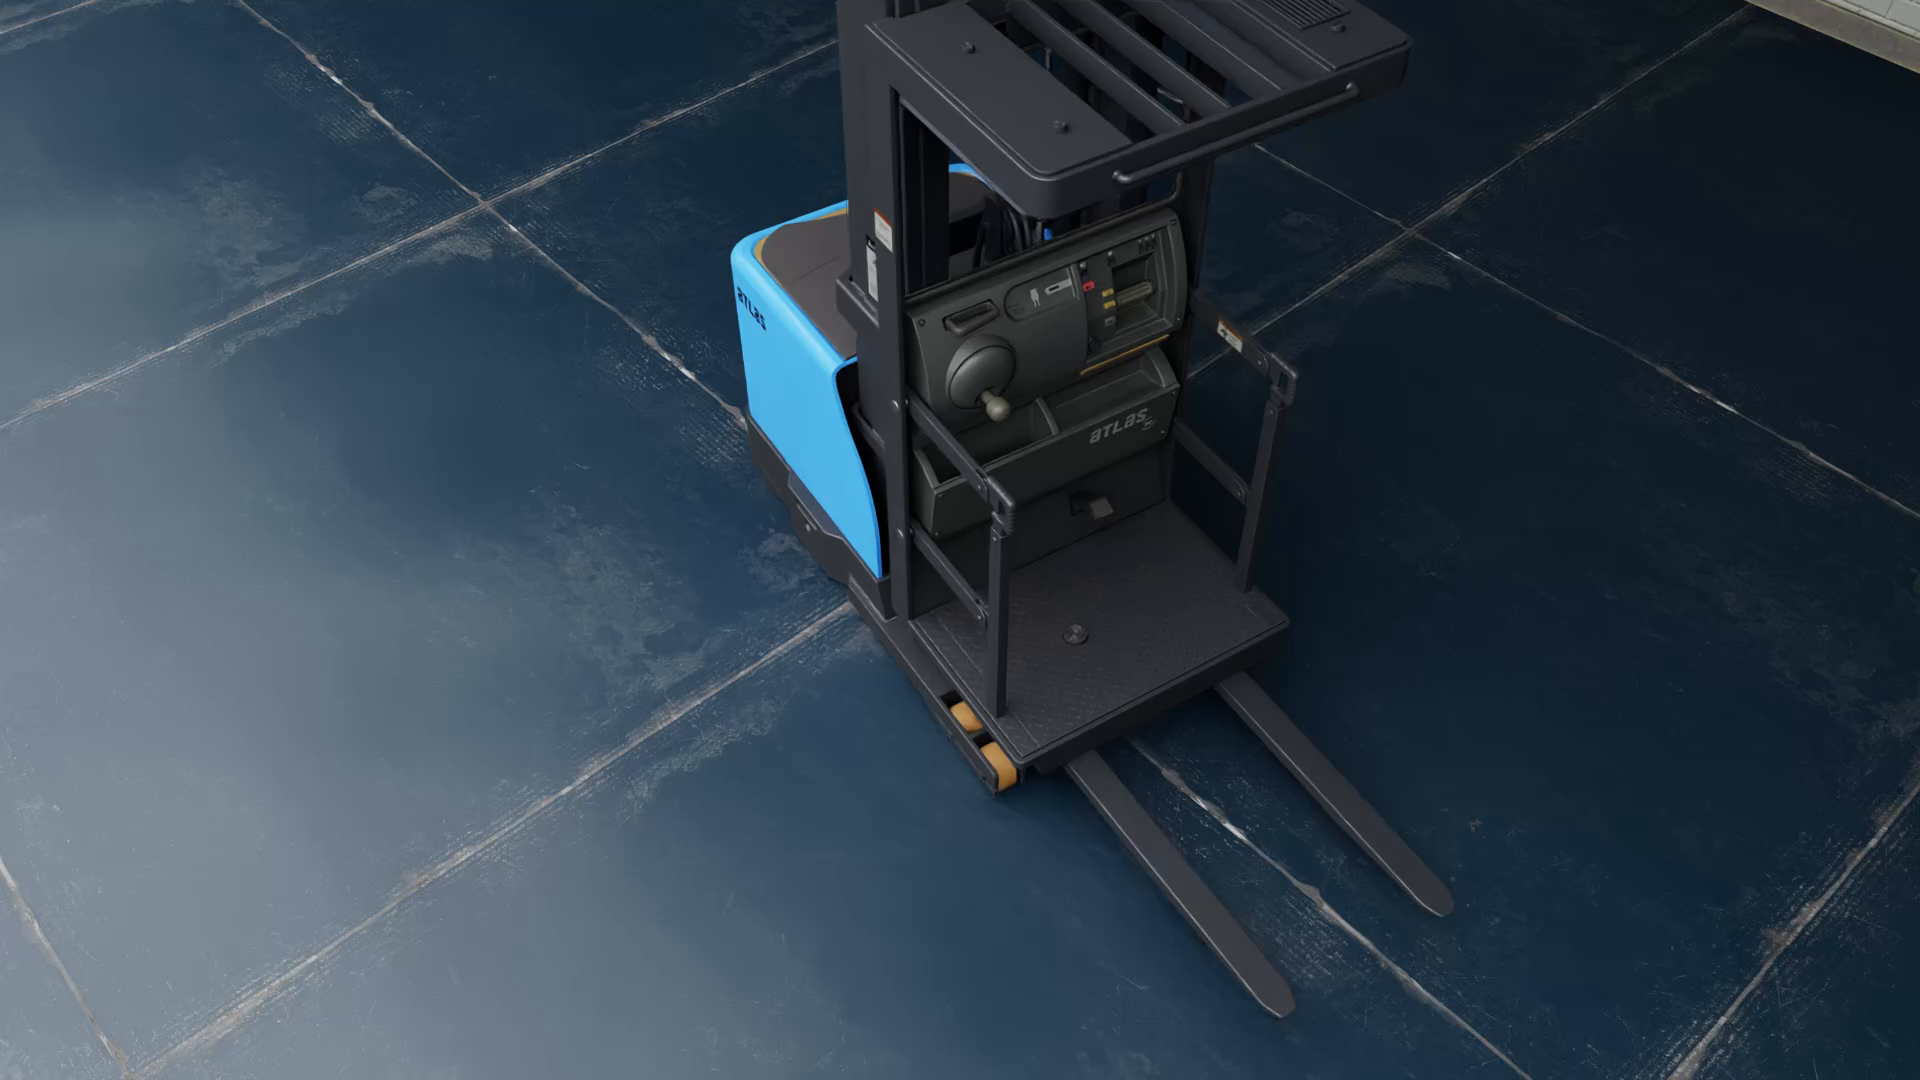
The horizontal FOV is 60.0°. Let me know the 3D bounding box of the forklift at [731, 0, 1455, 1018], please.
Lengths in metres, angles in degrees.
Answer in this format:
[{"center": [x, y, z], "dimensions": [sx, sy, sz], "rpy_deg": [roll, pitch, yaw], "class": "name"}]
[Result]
[{"center": [0.393, -0.565, 4.777], "dimensions": [1.130, 2.935, 3.031], "rpy_deg": [-25, 52, -21], "class": "forklift"}]
